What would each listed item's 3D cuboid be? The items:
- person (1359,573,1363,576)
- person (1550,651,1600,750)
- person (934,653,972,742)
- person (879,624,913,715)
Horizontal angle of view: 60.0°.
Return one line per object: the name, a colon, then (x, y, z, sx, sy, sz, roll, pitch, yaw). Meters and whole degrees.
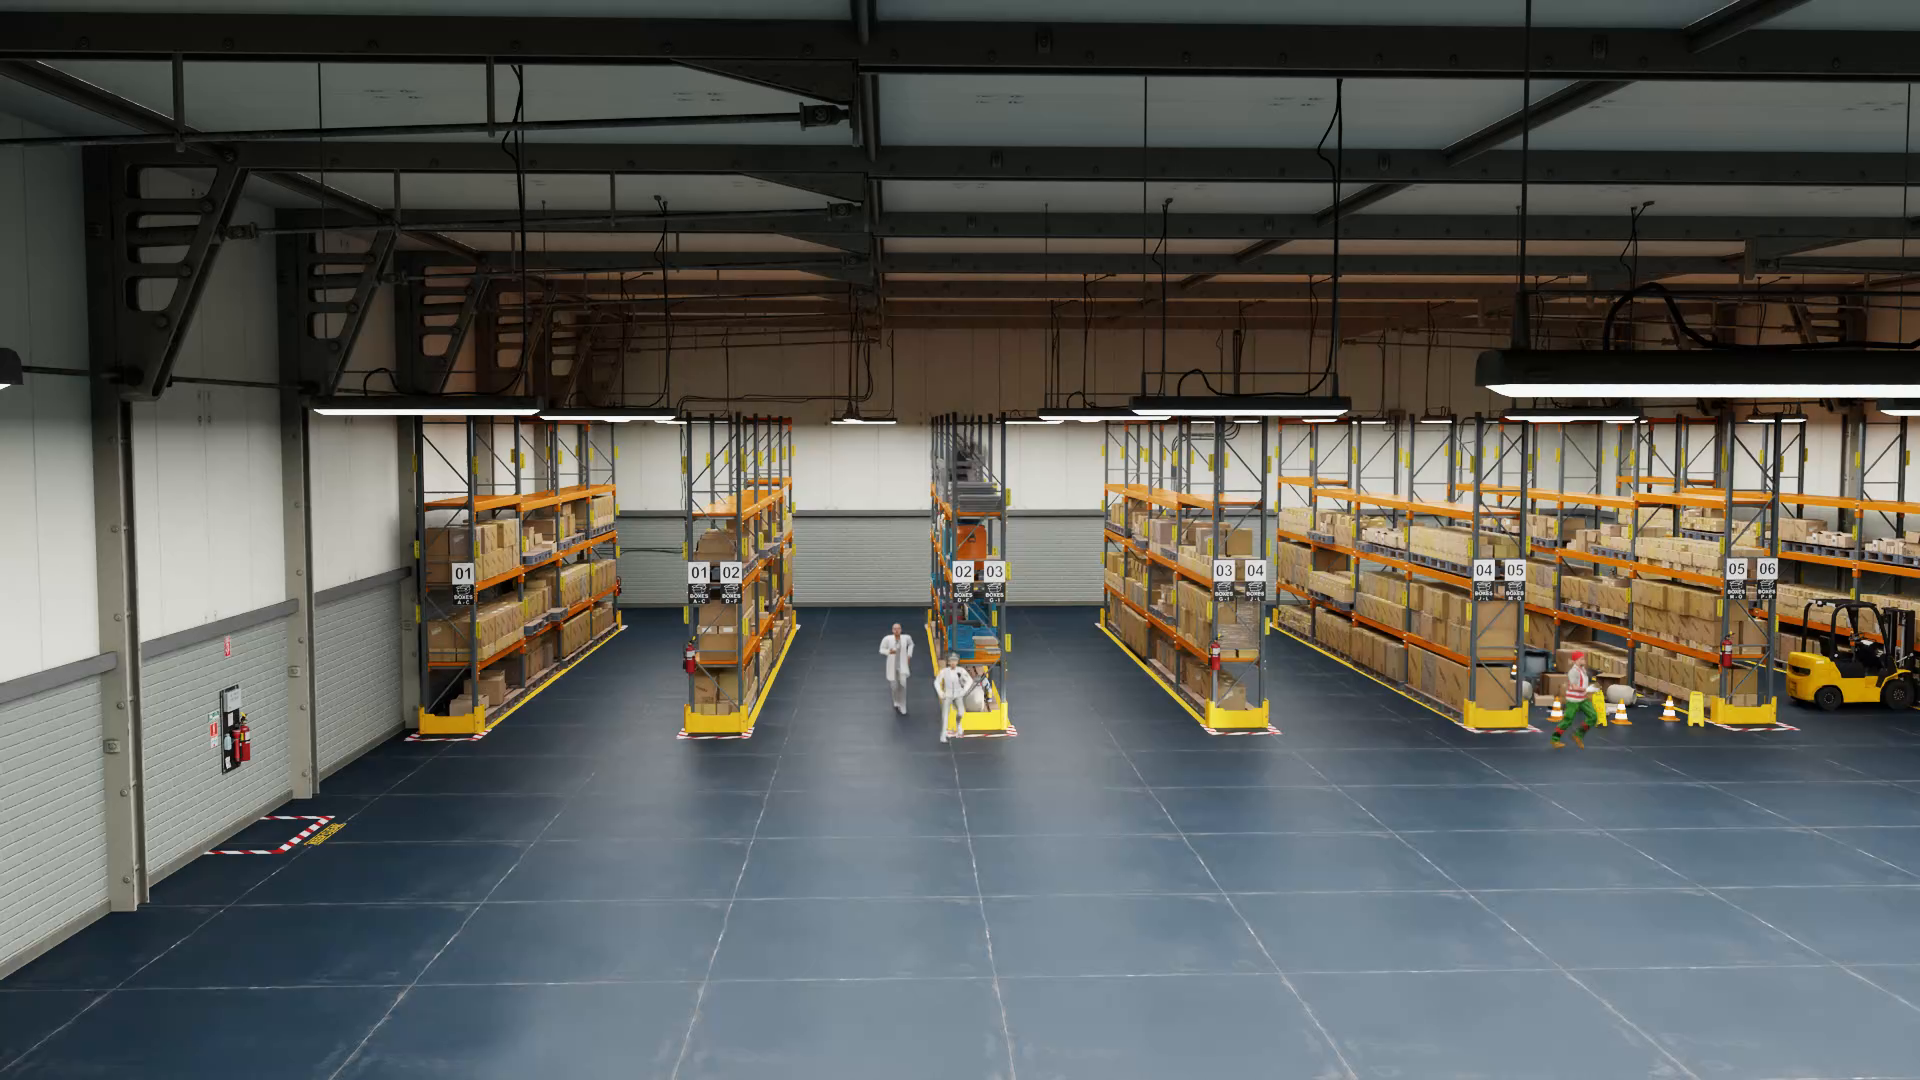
person: (11.072, 1.749, 46.015, 0.602, 1.680, 0.934, -1, 4, -8)
person: (10.905, 2.825, 29.359, 0.679, 1.758, 0.863, -4, 5, -44)
person: (-0.112, 2.877, 30.275, 0.712, 1.656, 0.513, 0, 4, -7)
person: (-1.279, 2.580, 33.417, 0.681, 1.836, 0.896, 0, 4, -1)
